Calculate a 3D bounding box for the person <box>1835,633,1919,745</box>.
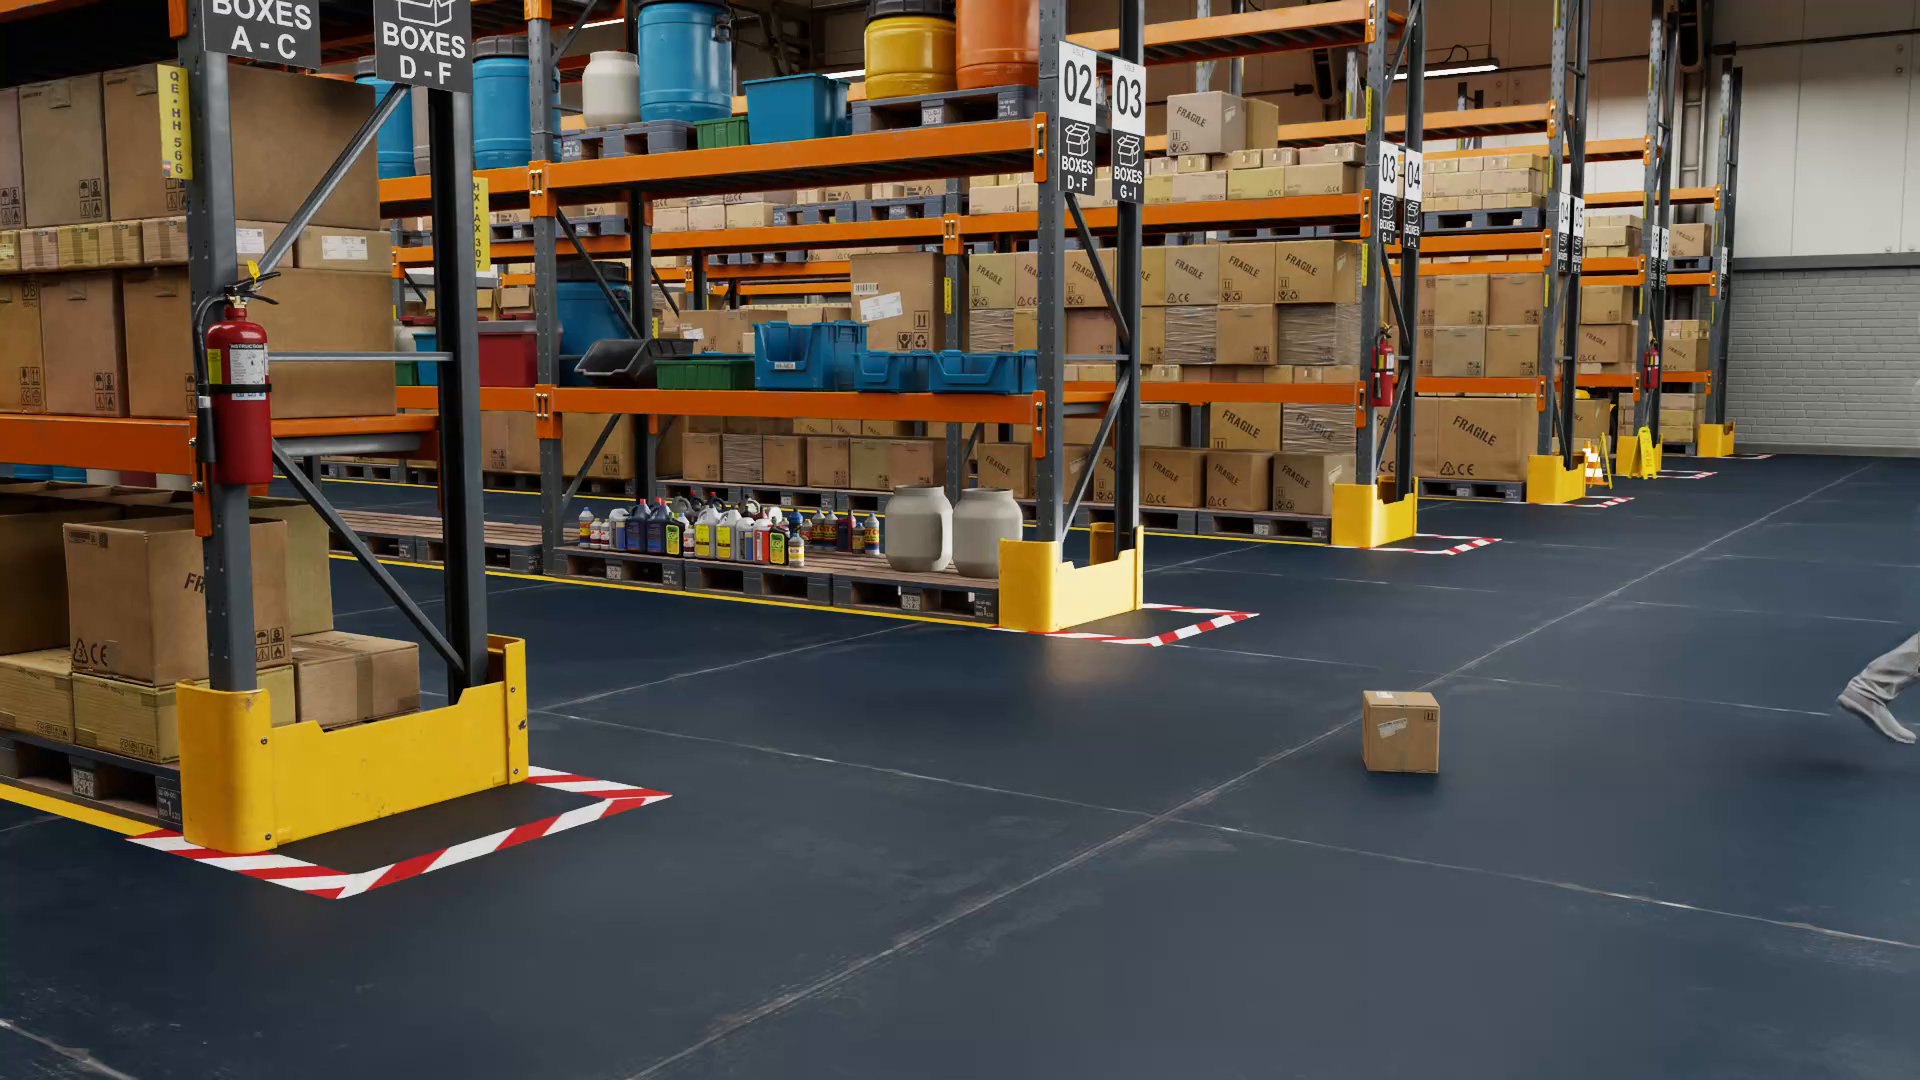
[{"bbox_3d":[3.696,-0.036,5.943,0.942,1.755,0.585,1,6,12],"label":"person"}]
